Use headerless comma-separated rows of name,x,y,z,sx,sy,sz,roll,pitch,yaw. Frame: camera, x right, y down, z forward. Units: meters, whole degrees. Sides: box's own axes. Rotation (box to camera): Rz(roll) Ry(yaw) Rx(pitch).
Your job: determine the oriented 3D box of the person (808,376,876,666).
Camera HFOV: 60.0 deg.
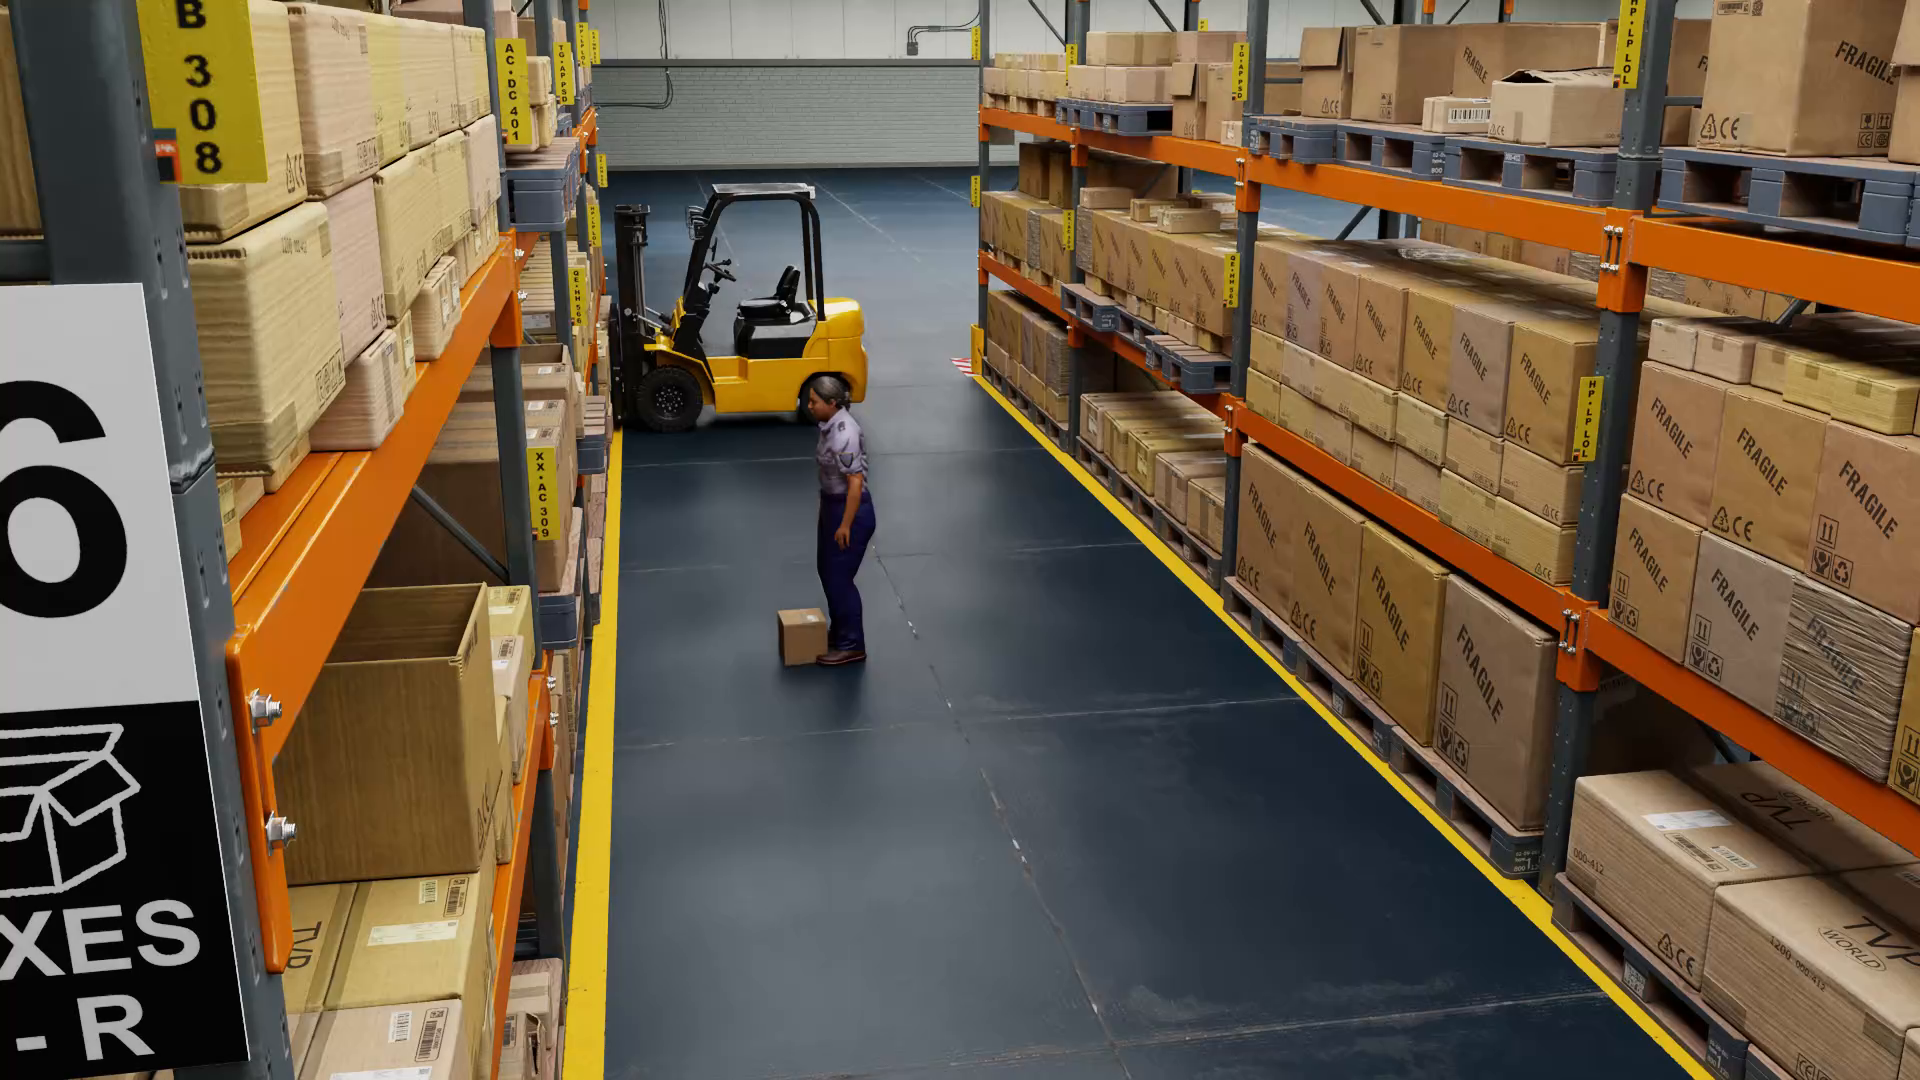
person,-0.682,-0.127,9.490,0.372,1.647,0.546,-4,17,-13
